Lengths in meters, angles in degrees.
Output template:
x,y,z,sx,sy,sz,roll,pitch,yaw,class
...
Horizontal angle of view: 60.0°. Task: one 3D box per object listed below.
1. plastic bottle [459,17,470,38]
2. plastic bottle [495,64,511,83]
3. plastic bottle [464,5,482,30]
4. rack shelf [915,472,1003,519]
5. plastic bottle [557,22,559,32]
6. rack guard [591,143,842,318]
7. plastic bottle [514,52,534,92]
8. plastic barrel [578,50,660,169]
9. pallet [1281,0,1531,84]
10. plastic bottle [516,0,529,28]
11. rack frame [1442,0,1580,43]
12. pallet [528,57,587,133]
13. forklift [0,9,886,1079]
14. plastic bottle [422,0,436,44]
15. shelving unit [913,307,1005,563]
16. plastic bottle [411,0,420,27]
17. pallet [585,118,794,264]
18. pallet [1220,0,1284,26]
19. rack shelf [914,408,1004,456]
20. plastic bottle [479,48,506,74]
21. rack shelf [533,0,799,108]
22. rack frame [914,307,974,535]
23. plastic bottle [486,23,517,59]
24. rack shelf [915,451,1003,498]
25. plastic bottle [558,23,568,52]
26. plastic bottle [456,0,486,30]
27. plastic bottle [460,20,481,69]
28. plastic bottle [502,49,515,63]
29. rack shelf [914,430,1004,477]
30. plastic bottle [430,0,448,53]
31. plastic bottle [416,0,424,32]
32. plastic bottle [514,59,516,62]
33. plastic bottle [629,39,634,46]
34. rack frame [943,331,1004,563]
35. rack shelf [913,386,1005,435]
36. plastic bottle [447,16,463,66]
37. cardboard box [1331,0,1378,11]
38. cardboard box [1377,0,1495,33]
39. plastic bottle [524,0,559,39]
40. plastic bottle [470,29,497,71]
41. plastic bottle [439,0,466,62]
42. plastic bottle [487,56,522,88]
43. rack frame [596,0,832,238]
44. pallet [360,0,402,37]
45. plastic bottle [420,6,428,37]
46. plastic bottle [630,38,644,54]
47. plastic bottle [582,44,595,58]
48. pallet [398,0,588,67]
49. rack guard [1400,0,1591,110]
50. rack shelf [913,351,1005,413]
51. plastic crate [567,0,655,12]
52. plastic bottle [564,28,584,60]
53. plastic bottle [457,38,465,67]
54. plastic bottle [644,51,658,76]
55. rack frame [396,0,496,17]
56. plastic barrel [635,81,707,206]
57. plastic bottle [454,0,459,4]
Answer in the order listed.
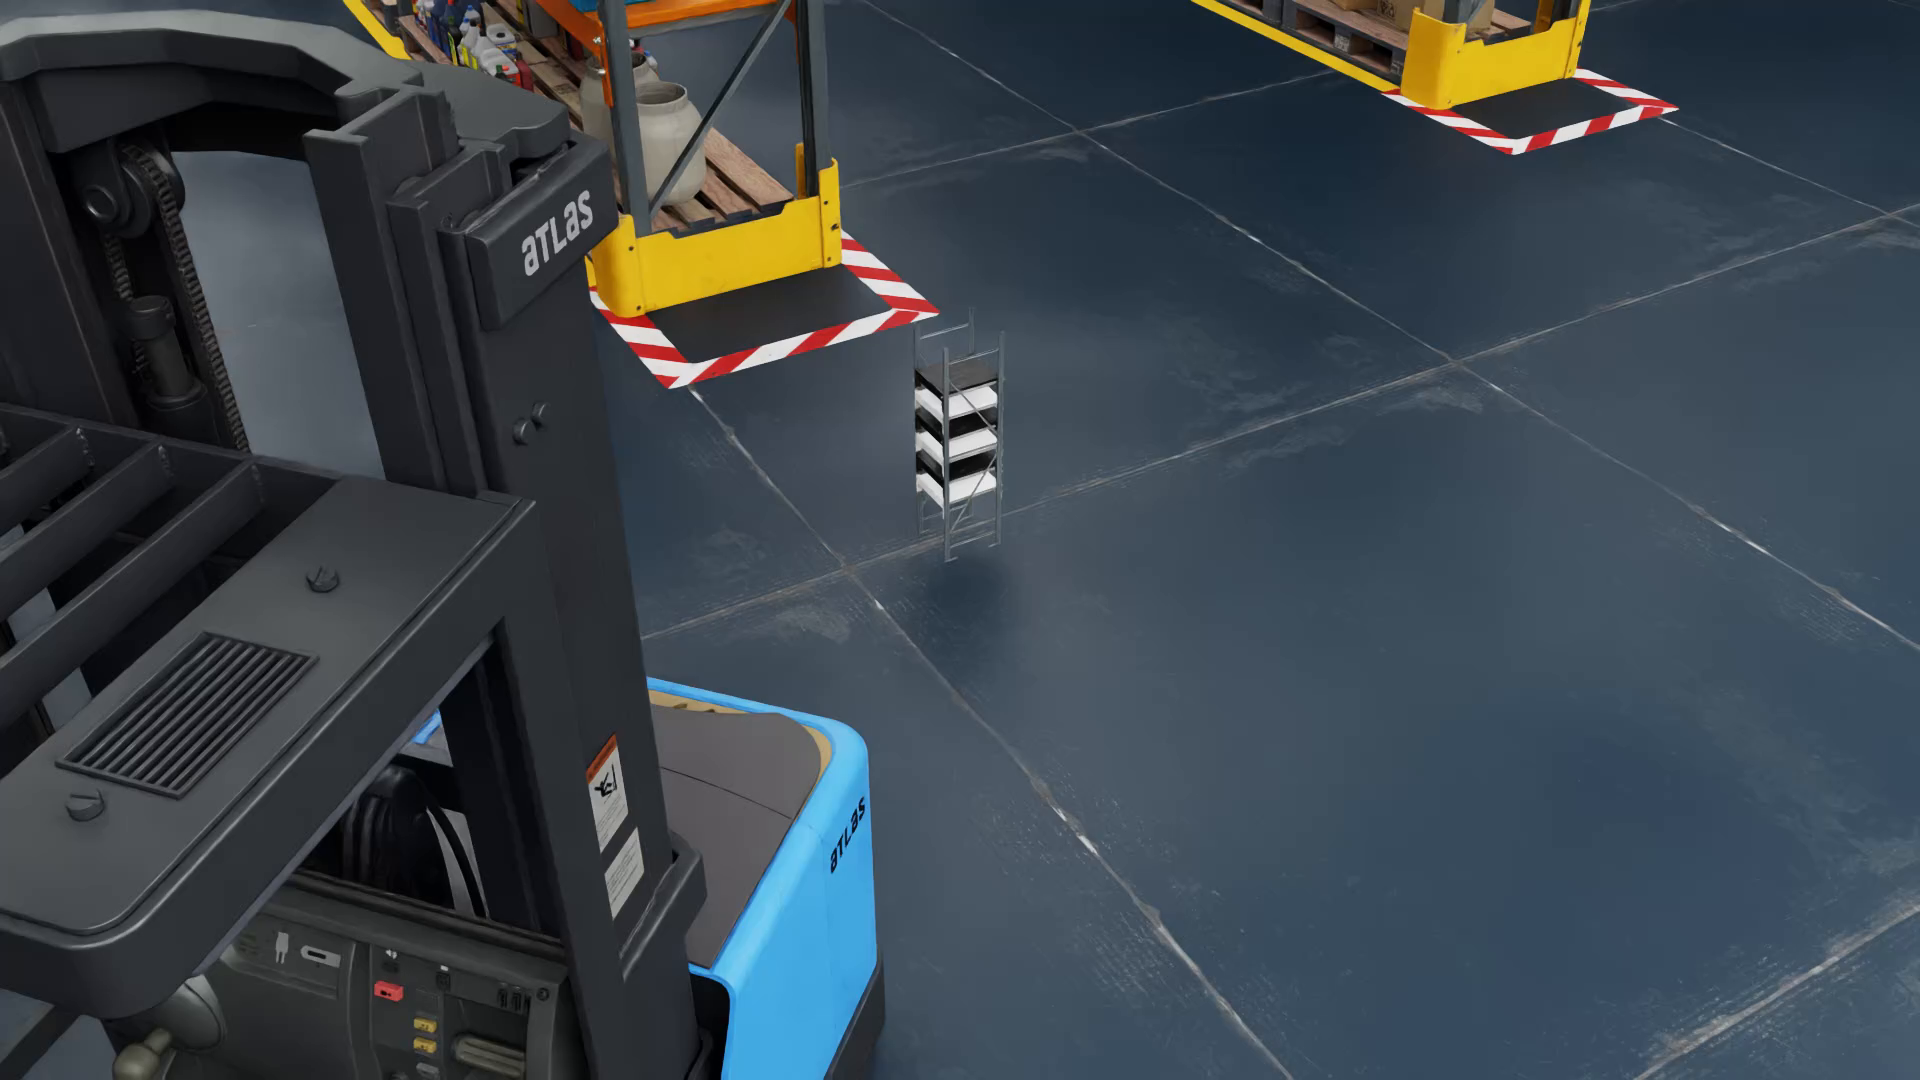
x,y,z,sx,sy,sz,roll,pitch,yaw,class
-2.825,-2.874,9.582,0.097,0.271,0.097,0,36,0,plastic bottle
-2.440,-2.395,8.916,0.061,0.283,0.133,-18,40,-23,plastic bottle
-2.849,-2.996,9.750,0.097,0.271,0.097,0,36,0,plastic bottle
-0.004,-0.195,6.116,0.258,0.077,0.200,-19,40,-24,rack shelf
-2.404,-3.260,10.044,0.144,0.351,0.185,-21,41,-26,plastic bottle
-1.142,-1.469,7.837,1.175,0.500,0.348,-19,40,-24,rack guard
-2.376,-2.509,9.072,0.061,0.283,0.133,-19,40,-24,plastic bottle
-1.712,-2.187,8.454,0.421,0.512,0.421,0,36,0,plastic barrel
2.803,-3.258,10.532,1.003,0.211,1.213,-19,40,-24,pallet
-2.625,-3.315,10.119,0.144,0.351,0.185,-19,40,-24,plastic bottle
3.219,-3.921,9.075,1.000,3.000,0.127,-19,40,-24,rack frame
-2.155,-2.389,9.343,1.003,0.211,1.213,-19,40,-24,pallet
-1.145,0.848,2.603,1.130,2.935,3.031,11,38,15,forklift
-3.106,-3.122,9.917,0.152,0.276,0.135,-17,40,-22,plastic bottle
-0.004,-0.368,5.990,0.258,0.900,0.210,-19,40,-24,shelving unit
-3.292,-3.277,10.133,0.097,0.271,0.097,0,36,0,plastic bottle
-1.546,-1.768,8.492,1.003,0.211,1.213,-19,40,-24,pallet
2.194,-3.880,11.383,1.003,0.211,1.213,-19,40,-24,pallet
-0.004,-0.413,5.957,0.258,0.077,0.200,-19,40,-24,rack shelf
-2.538,-2.545,9.128,0.152,0.276,0.135,-20,41,-25,plastic bottle
-2.068,-3.183,8.675,1.077,0.370,4.000,-19,40,-24,rack shelf
-0.055,-0.419,6.061,0.240,0.900,0.006,-19,40,-24,rack frame
-2.603,-2.780,9.449,0.152,0.276,0.135,-19,40,-24,plastic bottle
-0.004,-0.268,6.063,0.258,0.077,0.200,-19,40,-24,rack shelf
-2.317,-3.025,9.778,0.061,0.283,0.133,-19,40,-24,plastic bottle
-2.902,-3.109,9.837,0.144,0.351,0.185,-19,40,-24,plastic bottle
-2.718,-2.754,9.350,0.144,0.351,0.185,-19,40,-24,plastic bottle
-2.542,-2.656,9.343,0.097,0.201,0.097,0,36,0,plastic bottle
-0.004,-0.341,6.010,0.258,0.077,0.200,-19,40,-24,rack shelf
-3.026,-3.067,9.778,0.144,0.351,0.185,-18,40,-23,plastic bottle
-3.241,-3.197,10.083,0.097,0.201,0.097,0,36,0,plastic bottle
-2.439,-2.562,9.214,0.097,0.201,0.097,0,36,0,plastic bottle
-1.877,-2.721,9.372,0.097,0.271,0.097,0,36,0,plastic bottle
0.047,-0.316,5.919,0.240,0.900,0.006,-19,40,-24,rack frame
-0.004,-0.486,5.904,0.258,0.077,0.200,-19,40,-24,rack shelf
-2.885,-2.847,9.534,0.061,0.283,0.133,-17,39,-22,plastic bottle
2.590,-3.699,10.535,0.500,0.500,0.500,-9,37,-12,cardboard box
2.920,-3.405,10.132,0.500,0.500,0.500,-12,38,-16,cardboard box
-2.519,-3.173,9.988,0.152,0.276,0.135,-19,40,-24,plastic bottle
-2.625,-2.659,9.220,0.144,0.351,0.185,-17,40,-22,plastic bottle
-2.932,-2.970,9.647,0.144,0.351,0.185,-21,41,-26,plastic bottle
-2.468,-2.474,9.031,0.152,0.276,0.135,-19,40,-24,plastic bottle
-1.064,-2.453,7.066,1.000,3.000,0.127,-19,40,-24,rack frame
-3.501,-3.756,11.214,1.003,0.211,1.213,-19,40,-24,pallet
-3.190,-3.145,10.012,0.097,0.201,0.097,0,36,0,plastic bottle
-1.803,-2.672,9.295,0.061,0.283,0.133,-18,40,-23,plastic bottle
-2.163,-2.981,9.725,0.152,0.276,0.135,-18,40,-23,plastic bottle
-2.772,-3.012,10.195,1.003,0.211,1.213,-19,40,-24,pallet
3.181,-2.950,9.866,1.175,0.500,0.348,-19,40,-24,rack guard
-0.004,-0.559,5.851,0.258,0.077,0.200,-19,40,-24,rack shelf
-1.574,-2.560,7.338,0.499,0.251,0.616,-19,40,-24,plastic crate
-2.255,-2.952,9.679,0.061,0.283,0.133,-19,40,-24,plastic bottle
-2.810,-2.759,9.483,0.097,0.201,0.097,0,36,0,plastic bottle
-1.705,-2.546,9.133,0.097,0.271,0.097,0,36,0,plastic bottle
-3.073,-4.493,9.859,1.000,3.000,0.127,-19,40,-24,rack frame
-1.460,-1.931,8.104,0.421,0.512,0.421,0,36,0,plastic barrel
-3.014,-3.157,9.959,0.061,0.283,0.133,-19,40,-24,plastic bottle
